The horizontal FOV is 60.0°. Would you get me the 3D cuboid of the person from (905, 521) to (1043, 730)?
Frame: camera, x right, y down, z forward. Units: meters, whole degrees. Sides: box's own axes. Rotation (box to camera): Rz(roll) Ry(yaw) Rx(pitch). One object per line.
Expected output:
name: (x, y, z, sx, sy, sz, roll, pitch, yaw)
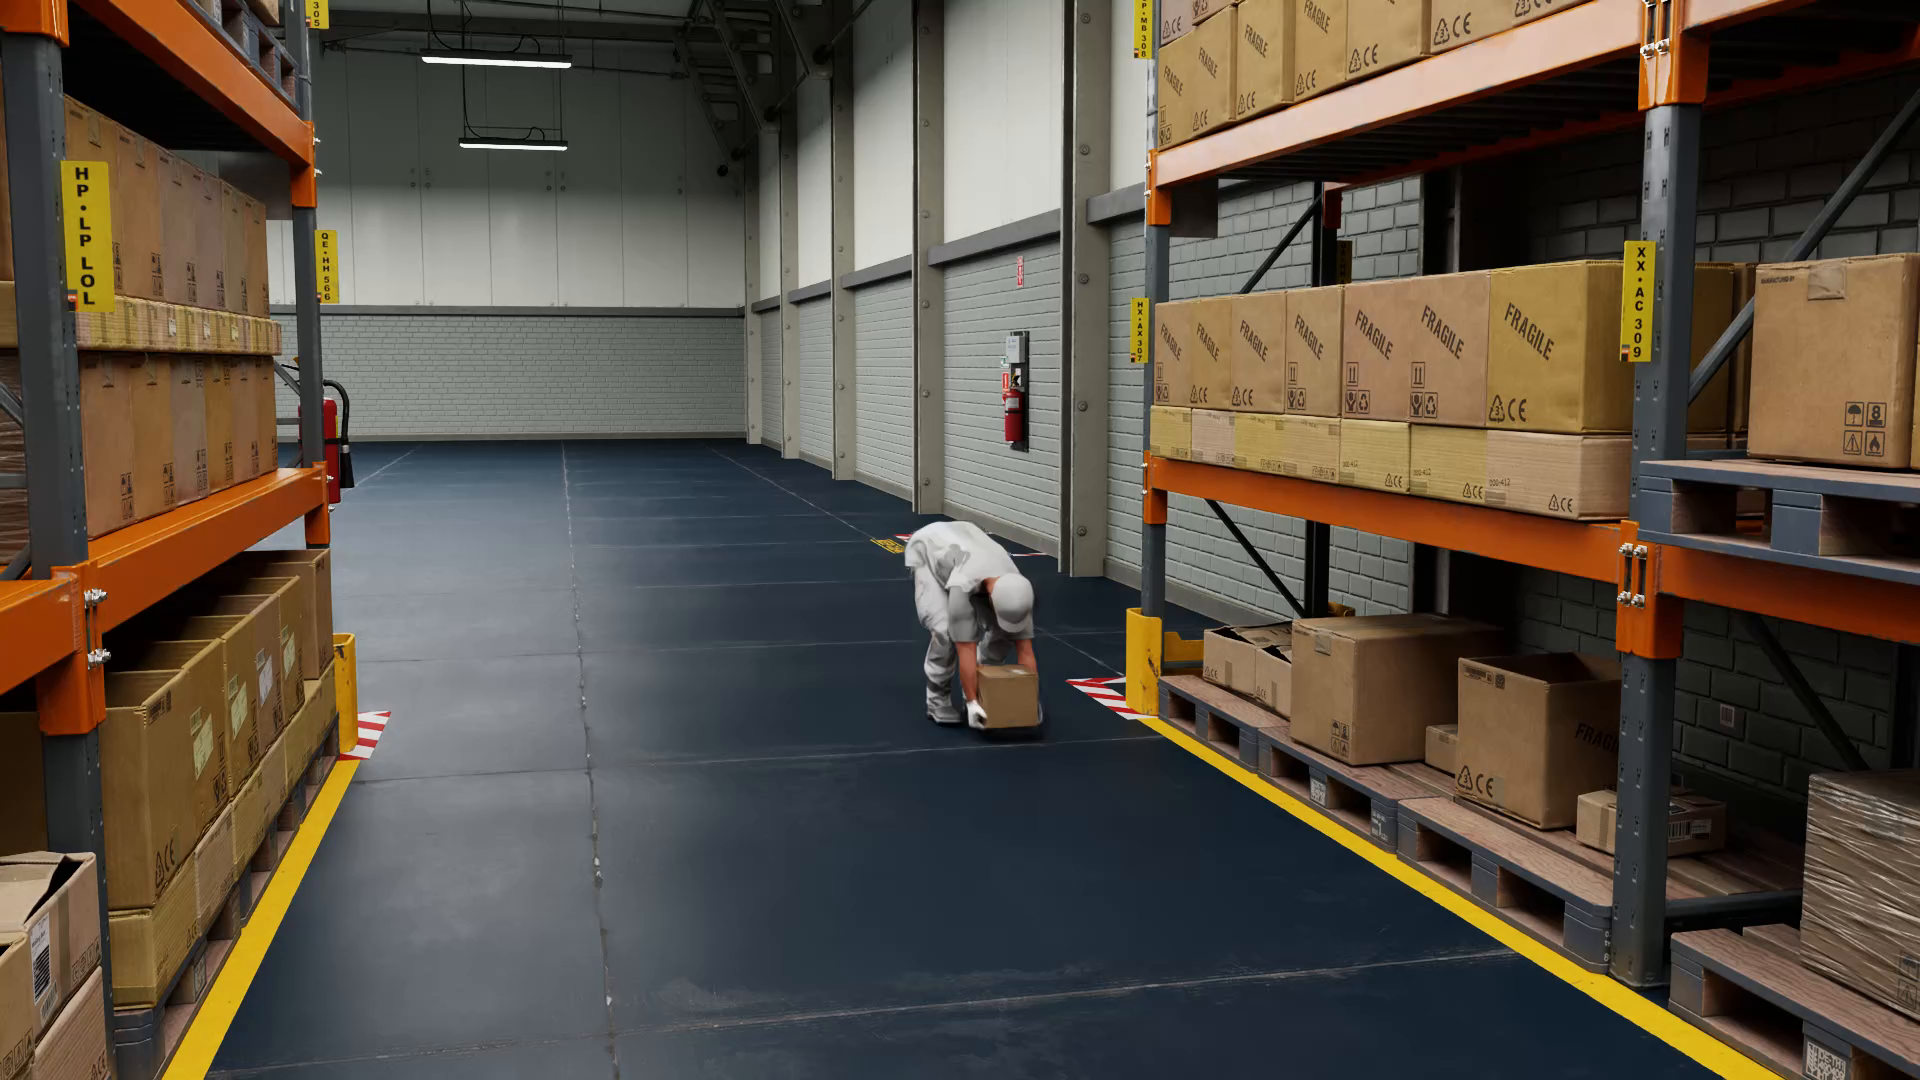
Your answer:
person: (0.086, 0.417, 8.138, 0.526, 0.984, 0.948, -3, 7, -30)
